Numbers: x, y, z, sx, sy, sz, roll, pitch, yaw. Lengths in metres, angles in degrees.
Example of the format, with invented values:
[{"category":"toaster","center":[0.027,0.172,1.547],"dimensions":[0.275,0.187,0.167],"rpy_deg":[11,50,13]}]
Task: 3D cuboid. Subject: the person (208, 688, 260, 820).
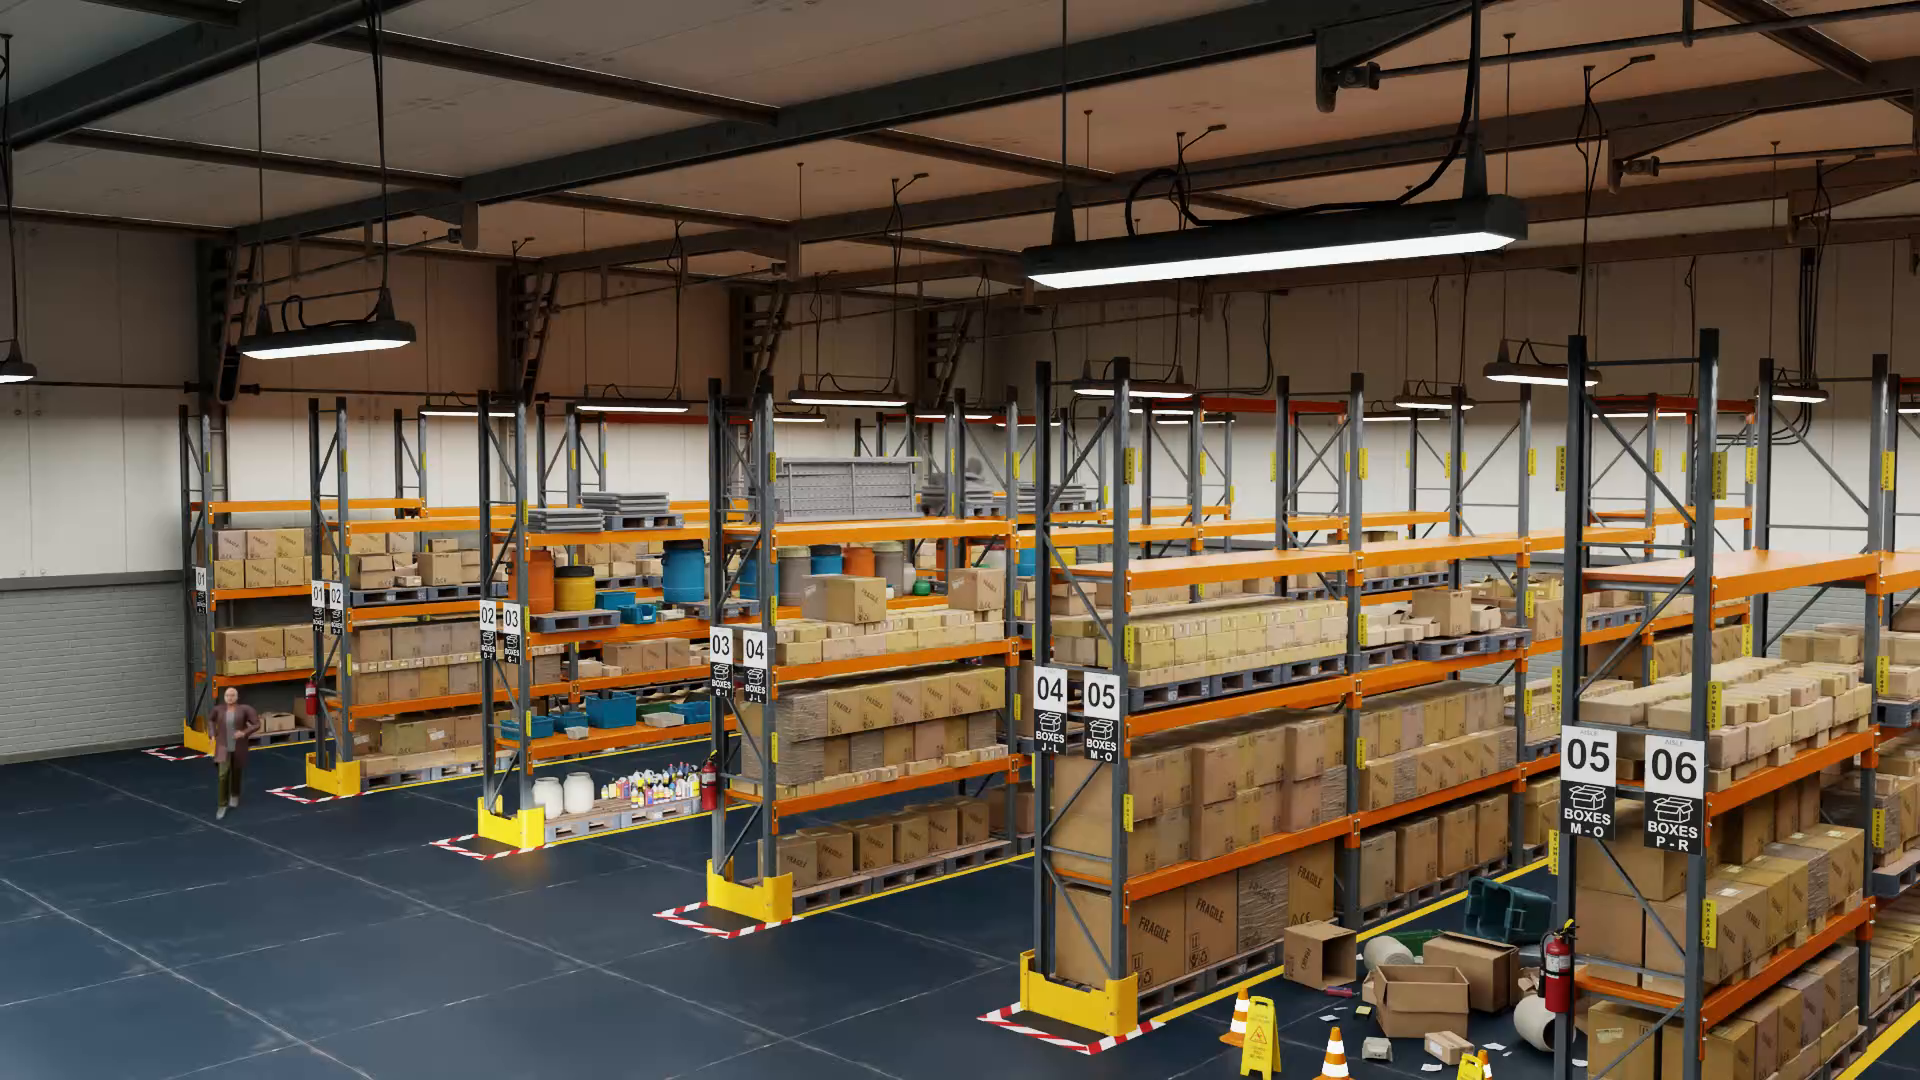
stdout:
[{"category":"person","center":[-10.409,3.019,23.852],"dimensions":[0.714,1.831,0.909],"rpy_deg":[-1,3,-19]}]
